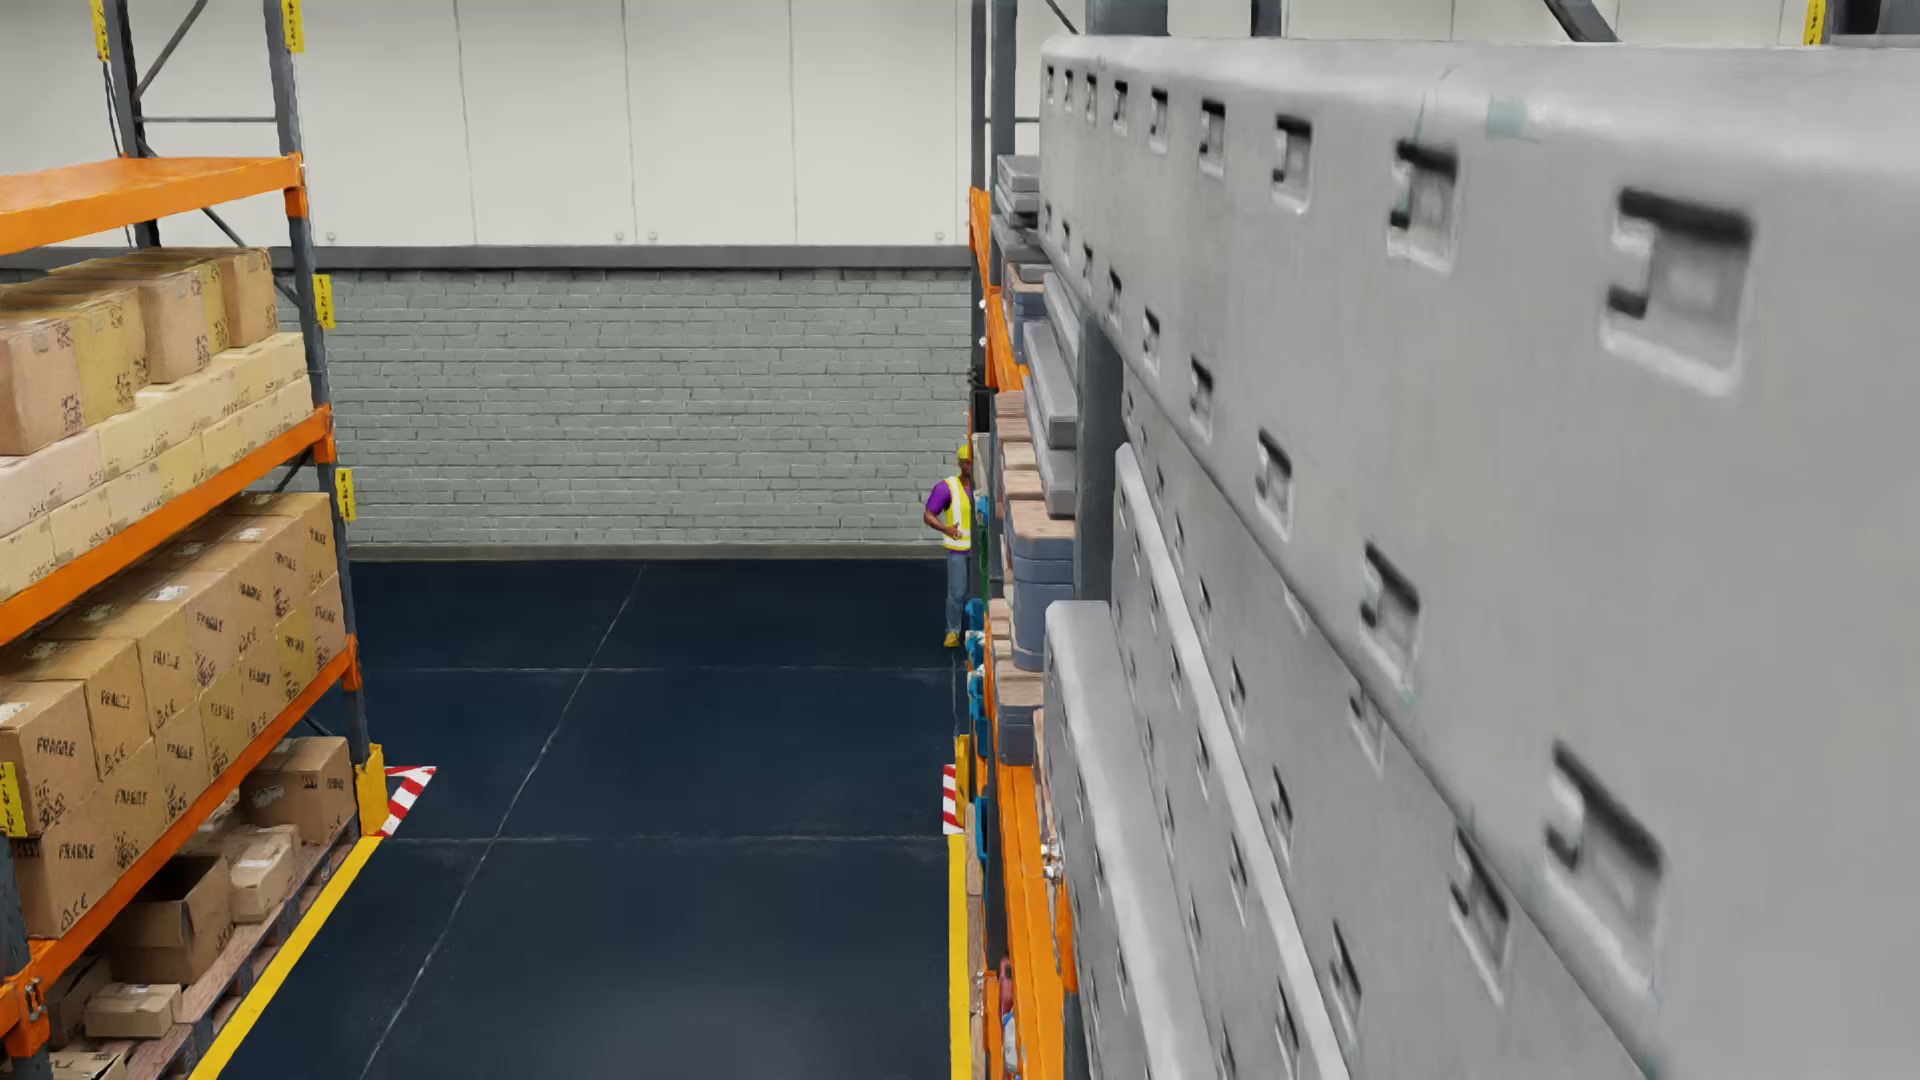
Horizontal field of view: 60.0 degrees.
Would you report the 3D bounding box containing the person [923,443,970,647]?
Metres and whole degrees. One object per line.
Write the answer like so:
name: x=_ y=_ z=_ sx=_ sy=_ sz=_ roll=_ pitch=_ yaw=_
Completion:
person: x=0.102 y=0.103 z=13.731 sx=0.750 sy=1.764 sz=0.740 roll=-4 pitch=18 yaw=-14
